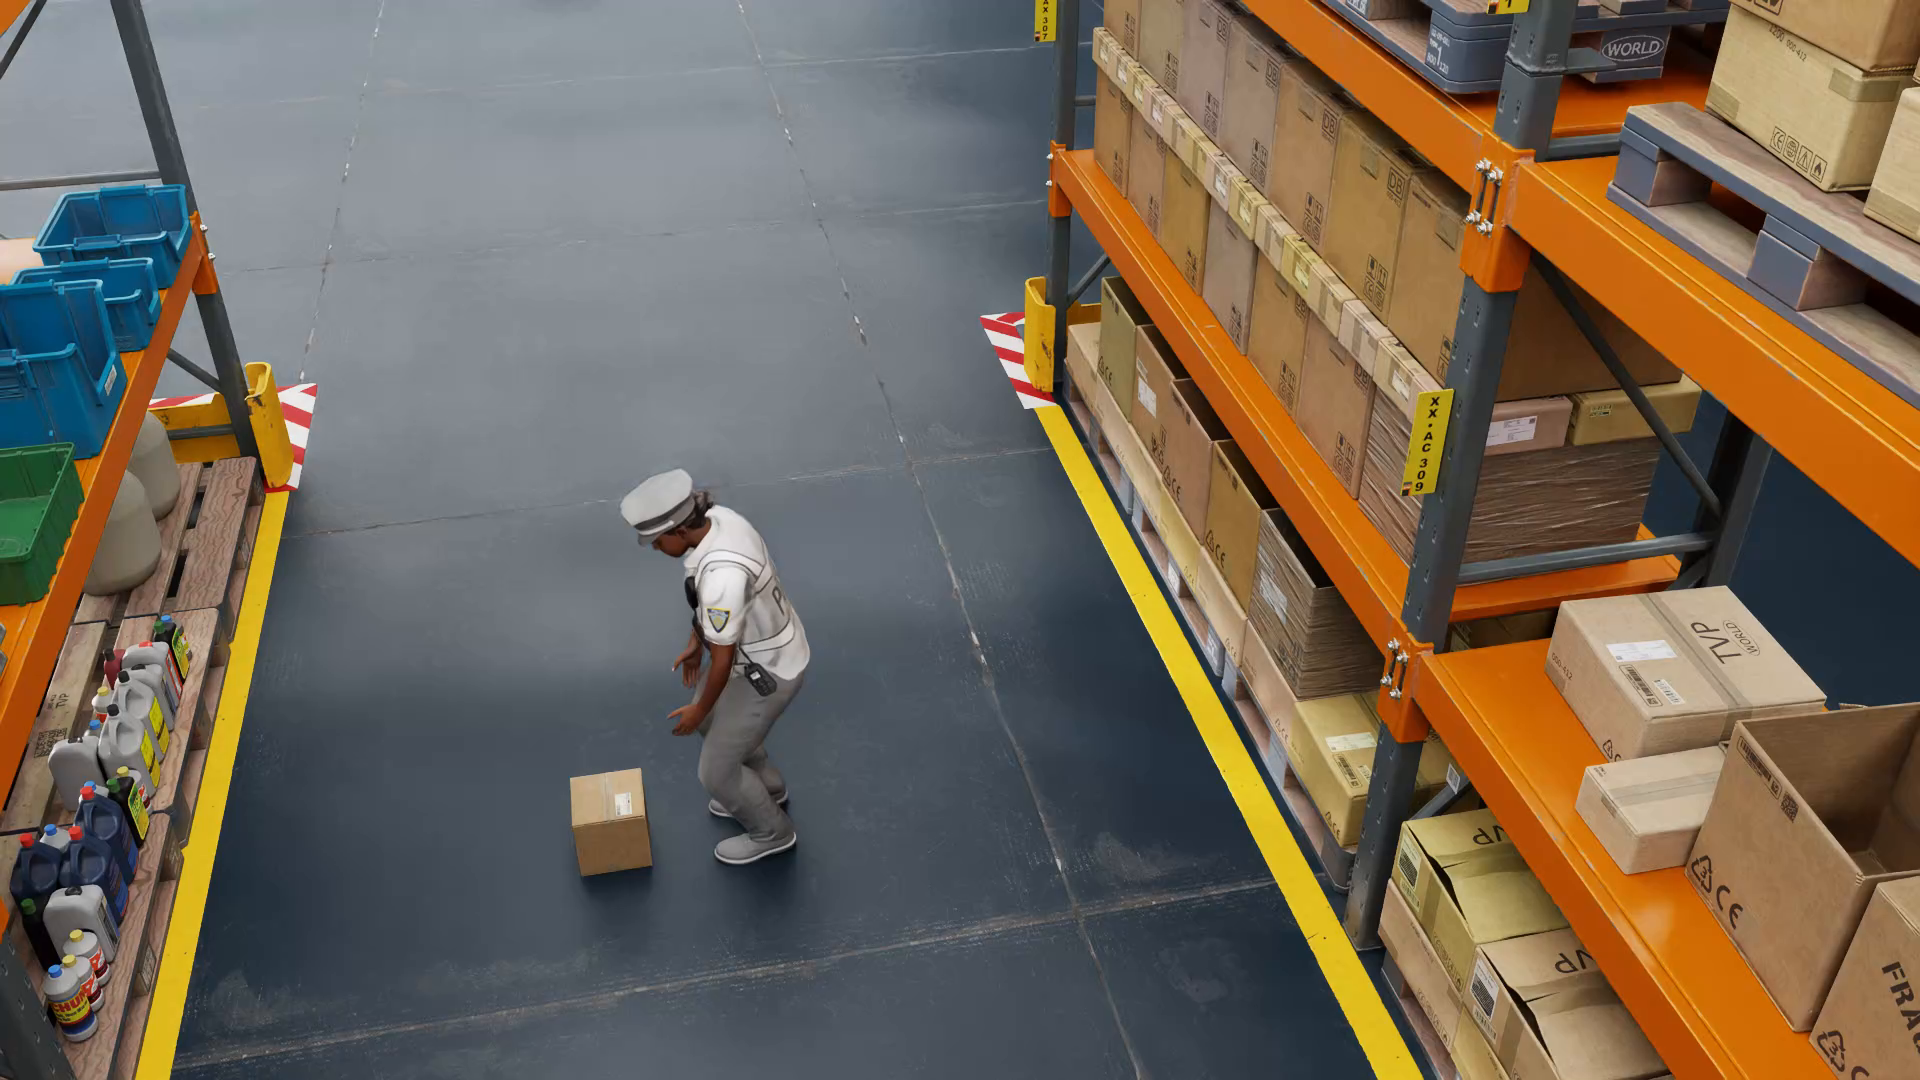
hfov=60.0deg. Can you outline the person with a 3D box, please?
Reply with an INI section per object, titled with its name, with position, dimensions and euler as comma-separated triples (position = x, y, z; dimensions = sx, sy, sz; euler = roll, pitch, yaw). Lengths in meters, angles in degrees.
[person]
position = -0.786, 0.442, 5.617
dimensions = 0.563, 1.546, 0.480
euler = -7, 35, -10
